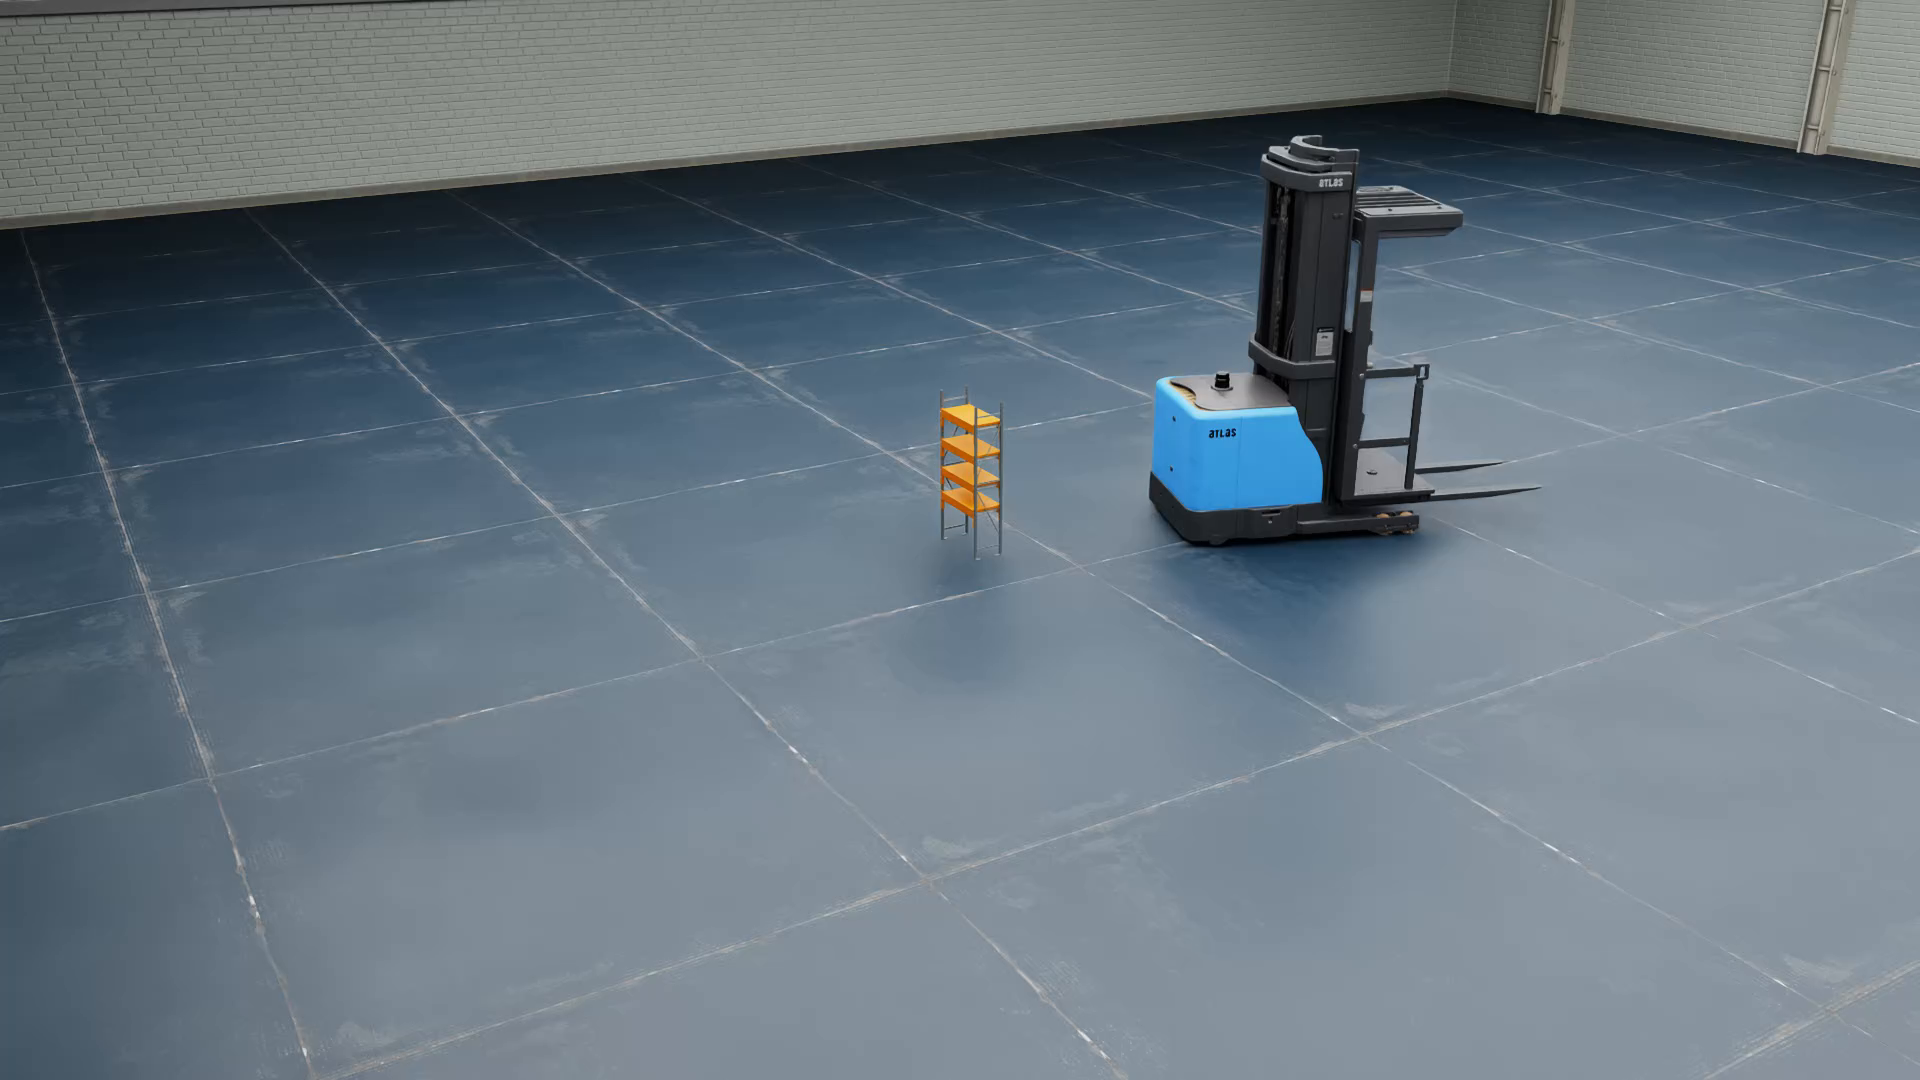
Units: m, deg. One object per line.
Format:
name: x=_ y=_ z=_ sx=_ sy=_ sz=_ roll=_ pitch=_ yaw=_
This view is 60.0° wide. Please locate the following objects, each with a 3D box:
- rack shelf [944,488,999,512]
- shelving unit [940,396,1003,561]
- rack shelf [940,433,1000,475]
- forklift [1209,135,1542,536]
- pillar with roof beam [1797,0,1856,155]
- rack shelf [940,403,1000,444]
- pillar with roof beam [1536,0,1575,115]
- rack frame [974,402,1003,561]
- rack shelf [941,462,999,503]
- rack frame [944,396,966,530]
rack shelf: x=0.085 y=-0.305 z=12.534 sx=0.221 sy=0.021 sz=0.457 roll=-13 pitch=25 yaw=-28
shelving unit: x=0.086 y=-0.502 z=12.452 sx=0.258 sy=1.200 sz=0.499 roll=-13 pitch=25 yaw=-28
rack shelf: x=0.085 y=-0.647 z=12.395 sx=0.258 sy=0.148 sz=0.480 roll=-13 pitch=25 yaw=-28
forklift: x=3.100 y=-1.580 z=12.807 sx=3.031 sy=2.935 sz=1.121 roll=-4 pitch=23 yaw=-11
pillar with roof beam: x=11.656 y=-10.322 z=26.255 sx=9.100 sy=9.000 sz=0.400 roll=-13 pitch=25 yaw=-28
rack shelf: x=0.085 y=-0.866 z=12.306 sx=0.258 sy=0.148 sz=0.480 roll=-13 pitch=25 yaw=-28
pillar with roof beam: x=8.591 y=-12.264 z=31.034 sx=9.100 sy=9.000 sz=0.400 roll=-13 pitch=25 yaw=-28
rack frame: x=0.209 y=-0.423 z=12.259 sx=0.240 sy=1.200 sz=0.015 roll=-13 pitch=25 yaw=-28
rack shelf: x=0.085 y=-0.440 z=12.479 sx=0.258 sy=0.148 sz=0.480 roll=-13 pitch=25 yaw=-28
rack frame: x=-0.041 y=-0.581 z=12.648 sx=0.228 sy=1.046 sz=0.006 roll=-13 pitch=25 yaw=-28
